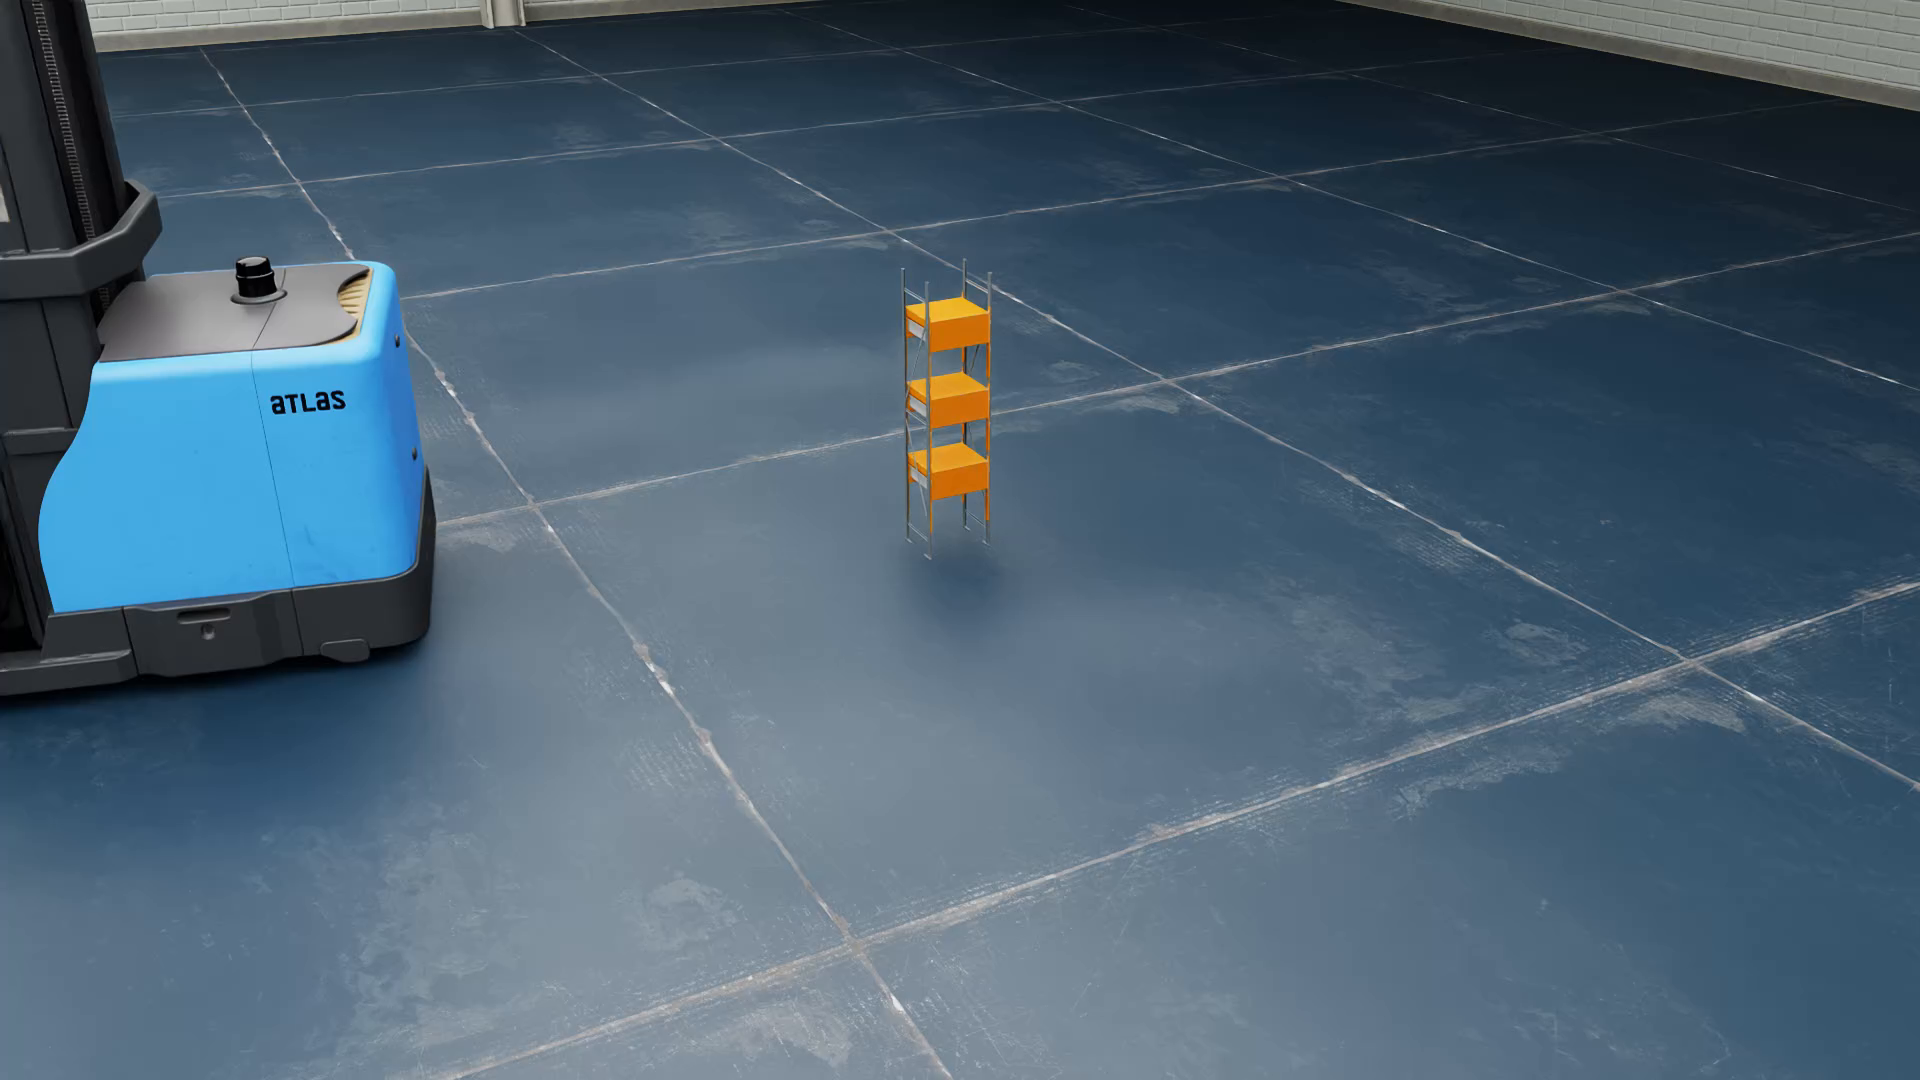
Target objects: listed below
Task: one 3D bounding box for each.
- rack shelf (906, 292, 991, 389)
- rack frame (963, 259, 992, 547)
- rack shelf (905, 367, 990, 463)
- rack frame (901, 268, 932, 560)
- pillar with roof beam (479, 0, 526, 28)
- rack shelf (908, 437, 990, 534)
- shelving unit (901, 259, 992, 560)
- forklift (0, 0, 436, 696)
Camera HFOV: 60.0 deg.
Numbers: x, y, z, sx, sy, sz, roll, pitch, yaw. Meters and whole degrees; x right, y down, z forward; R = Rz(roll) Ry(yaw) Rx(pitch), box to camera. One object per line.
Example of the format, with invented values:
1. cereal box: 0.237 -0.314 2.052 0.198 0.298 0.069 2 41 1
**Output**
1. rack shelf: -0.047 -0.709 5.882 0.240 0.259 0.215 -13 29 -25
2. rack frame: 0.060 -0.487 6.052 0.008 1.050 0.200 -13 29 -25
3. rack shelf: -0.047 -0.453 6.005 0.240 0.259 0.215 -13 29 -25
4. rack frame: -0.155 -0.438 5.948 0.008 1.050 0.200 -13 29 -25
5. pillar with roof beam: -2.802 -7.865 12.235 0.400 9.000 9.100 -13 29 -25
6. rack shelf: -0.047 -0.202 6.125 0.240 0.259 0.215 -13 29 -25
7. shelving unit: -0.047 -0.462 6.000 0.252 1.050 0.215 -13 29 -25
8. forklift: -3.324 -0.984 4.913 3.031 2.935 1.130 -6 26 -13
